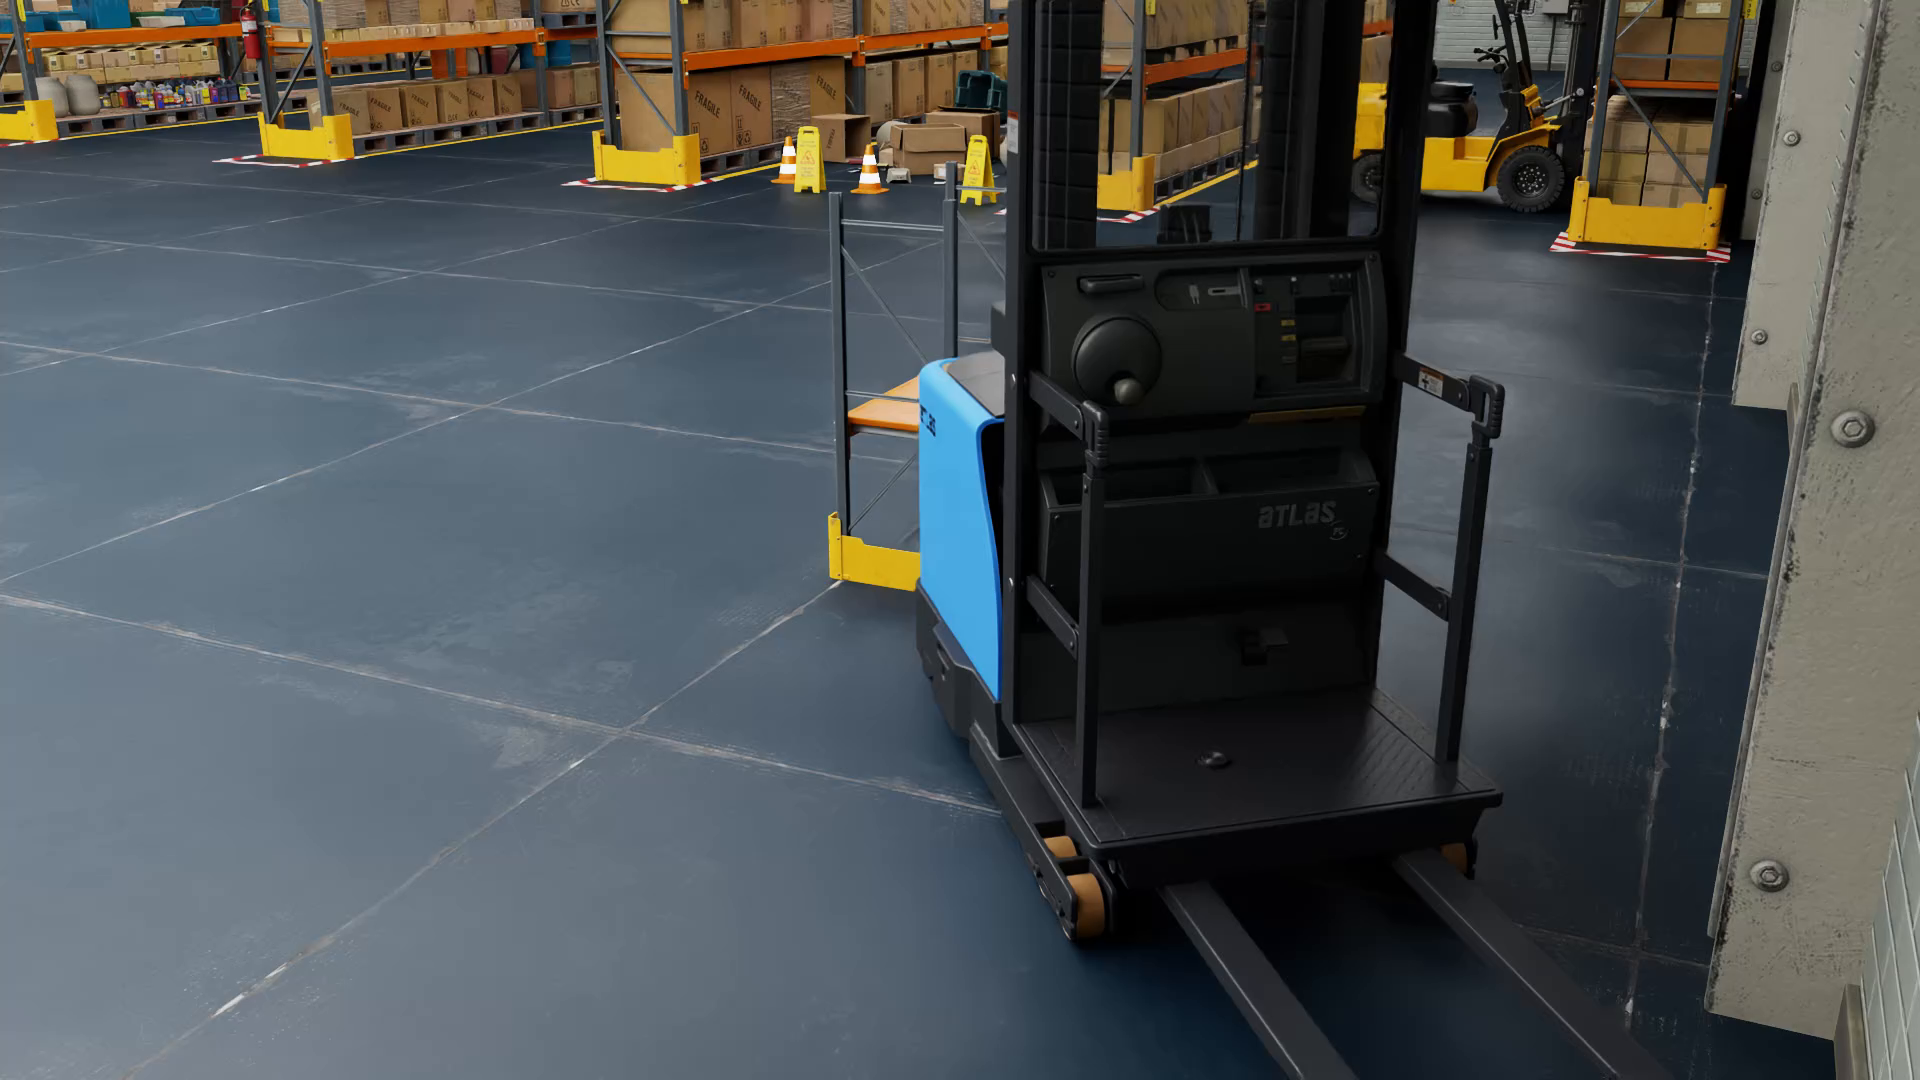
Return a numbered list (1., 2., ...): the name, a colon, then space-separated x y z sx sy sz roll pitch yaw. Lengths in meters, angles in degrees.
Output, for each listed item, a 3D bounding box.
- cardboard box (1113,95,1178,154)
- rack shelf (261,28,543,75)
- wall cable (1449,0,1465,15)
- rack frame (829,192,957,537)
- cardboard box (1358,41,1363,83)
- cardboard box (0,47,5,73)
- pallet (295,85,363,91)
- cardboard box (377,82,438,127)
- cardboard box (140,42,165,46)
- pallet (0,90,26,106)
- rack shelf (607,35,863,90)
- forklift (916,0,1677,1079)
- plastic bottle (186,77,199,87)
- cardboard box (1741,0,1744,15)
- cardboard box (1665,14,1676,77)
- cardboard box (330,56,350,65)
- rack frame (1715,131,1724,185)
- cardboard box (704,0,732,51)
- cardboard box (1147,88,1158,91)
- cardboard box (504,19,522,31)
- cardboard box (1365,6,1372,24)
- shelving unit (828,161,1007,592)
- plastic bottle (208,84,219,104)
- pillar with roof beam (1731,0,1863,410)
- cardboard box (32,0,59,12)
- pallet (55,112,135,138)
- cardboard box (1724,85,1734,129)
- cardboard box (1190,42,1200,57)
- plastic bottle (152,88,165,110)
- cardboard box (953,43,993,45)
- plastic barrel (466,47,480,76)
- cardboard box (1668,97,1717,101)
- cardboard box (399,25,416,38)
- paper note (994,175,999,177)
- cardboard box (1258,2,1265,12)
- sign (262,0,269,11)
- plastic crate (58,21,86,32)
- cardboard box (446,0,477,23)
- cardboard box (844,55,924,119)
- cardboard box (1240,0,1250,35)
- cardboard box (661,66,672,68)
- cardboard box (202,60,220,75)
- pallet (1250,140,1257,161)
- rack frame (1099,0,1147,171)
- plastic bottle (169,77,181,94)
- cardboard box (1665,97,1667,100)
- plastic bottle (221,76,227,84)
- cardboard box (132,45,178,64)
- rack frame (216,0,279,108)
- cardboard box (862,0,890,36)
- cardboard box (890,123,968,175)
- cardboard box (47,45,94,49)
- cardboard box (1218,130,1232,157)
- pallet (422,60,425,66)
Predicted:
1. cardboard box: 1.827 -4.085 16.337 0.500 0.500 0.500 8 21 21
2. rack shelf: -6.987 -6.246 21.128 1.077 0.370 4.000 9 21 23
3. wall cable: 10.075 -11.725 33.898 0.585 1.953 0.123 9 21 23
4. rack frame: -0.243 -0.525 6.207 0.500 1.500 0.032 9 21 23
5. cardboard box: 5.239 -6.728 23.954 0.875 0.875 0.875 9 21 23
6. cardboard box: -15.680 -7.713 26.539 0.500 0.500 0.500 9 21 23
7. pallet: -9.902 -7.181 26.847 1.003 0.211 1.213 9 21 23
8. cardboard box: -7.048 -5.558 21.225 0.500 0.500 0.500 11 22 28
9. cardboard box: -14.256 -8.664 29.495 0.500 0.311 0.500 8 21 21
10. pallet: -15.568 -7.005 26.351 1.003 0.211 1.213 9 21 23
11. rack shelf: -2.503 -5.534 19.127 1.077 0.370 4.000 9 21 23
12. forklift: 0.716 -0.524 4.068 1.130 2.935 3.031 -5 20 -14
13. plastic bottle: -11.264 -6.625 24.418 0.144 0.351 0.185 9 21 23
14. cardboard box: 6.625 -4.655 14.464 0.380 0.149 0.250 9 21 23
15. cardboard box: 5.948 -4.324 14.503 0.500 0.500 0.500 9 22 24
16. cardboard box: -12.284 -9.538 32.386 0.500 0.500 0.500 9 21 23
17. rack frame: 7.403 -5.156 16.991 1.000 3.000 0.127 9 21 23
18. cardboard box: -3.006 -5.623 18.080 0.875 0.550 0.550 9 21 23
19. cardboard box: 1.749 -4.463 17.400 0.500 0.500 0.500 8 21 21
20. cardboard box: -6.099 -6.896 22.259 0.380 0.149 0.250 9 21 23
21. cardboard box: 5.762 -7.732 24.458 0.500 0.250 0.500 8 21 21
22. shelving unit: -0.031 -0.683 6.652 0.587 1.500 1.083 9 21 23
23. plastic bottle: -10.795 -6.452 24.033 0.061 0.283 0.133 10 22 26
24. pillar with roof beam: 0.488 -5.606 9.302 9.100 9.000 0.400 9 21 23
25. cardboard box: -15.042 -8.642 27.017 0.500 0.250 0.500 10 22 26
26. pallet: -11.999 -5.616 22.446 1.003 0.211 1.213 9 21 23
27. cardboard box: 9.469 -5.490 21.032 0.500 0.500 0.500 9 22 25
28. cardboard box: 2.246 -5.040 17.039 0.380 0.149 0.250 8 21 21
29. plastic bottle: -11.188 -6.158 23.206 0.061 0.283 0.133 9 21 24
30. cardboard box: 0.191 -7.482 25.514 0.500 0.250 0.500 9 21 23
31. plastic barrel: -8.714 -8.461 29.369 0.421 0.512 0.421 0 20 0
32. cardboard box: 7.184 -4.196 16.275 0.500 0.250 0.500 8 21 22
33. cardboard box: -6.966 -6.292 20.560 0.380 0.149 0.250 9 21 23
34. paper note: 0.399 -3.955 18.075 0.032 0.001 0.123 9 21 23
35. cardboard box: 3.327 -6.325 19.058 0.500 0.500 0.500 9 22 24
36. sign: -10.189 -7.927 24.369 0.100 0.325 0.005 9 21 23
37. plastic crate: -11.664 -6.758 21.888 0.298 0.136 0.250 9 21 23
38. cardboard box: -6.758 -6.939 21.412 0.875 0.500 0.500 9 21 23
39. cardboard box: -1.114 -6.119 22.428 1.050 0.750 0.750 9 21 23
40. cardboard box: 2.918 -5.854 18.358 0.500 0.500 0.500 8 21 21
41. cardboard box: -4.786 -7.241 25.926 0.700 0.500 0.500 7 21 20
42. cardboard box: -13.559 -8.487 29.834 0.500 0.250 0.500 9 22 24
43. pallet: 3.191 -4.761 20.040 1.003 0.211 1.213 9 21 23
44. rack frame: 1.235 -4.613 15.465 1.000 3.000 0.127 9 21 23
45. plastic bottle: -11.473 -6.587 24.312 0.144 0.351 0.185 8 21 20
46. cardboard box: 6.919 -4.425 16.919 0.500 0.250 0.500 8 21 22
47. plastic bottle: -10.819 -6.618 24.398 0.144 0.351 0.185 9 21 23
48. cardboard box: -13.972 -8.438 28.859 0.500 0.311 0.500 8 21 22
49. rack frame: -10.687 -7.876 24.637 1.000 3.000 0.127 9 21 23
50. cardboard box: -1.223 -6.655 21.057 0.500 0.500 0.500 9 21 23
51. cardboard box: -0.355 -4.322 18.370 0.797 0.503 0.637 -5 20 -15
52. cardboard box: -17.666 -9.850 32.769 0.750 0.750 0.750 8 21 22
53. cardboard box: 2.667 -4.357 18.220 0.500 0.250 0.500 8 21 21
54. pallet: -11.148 -10.272 35.538 1.003 0.211 1.213 9 21 23
